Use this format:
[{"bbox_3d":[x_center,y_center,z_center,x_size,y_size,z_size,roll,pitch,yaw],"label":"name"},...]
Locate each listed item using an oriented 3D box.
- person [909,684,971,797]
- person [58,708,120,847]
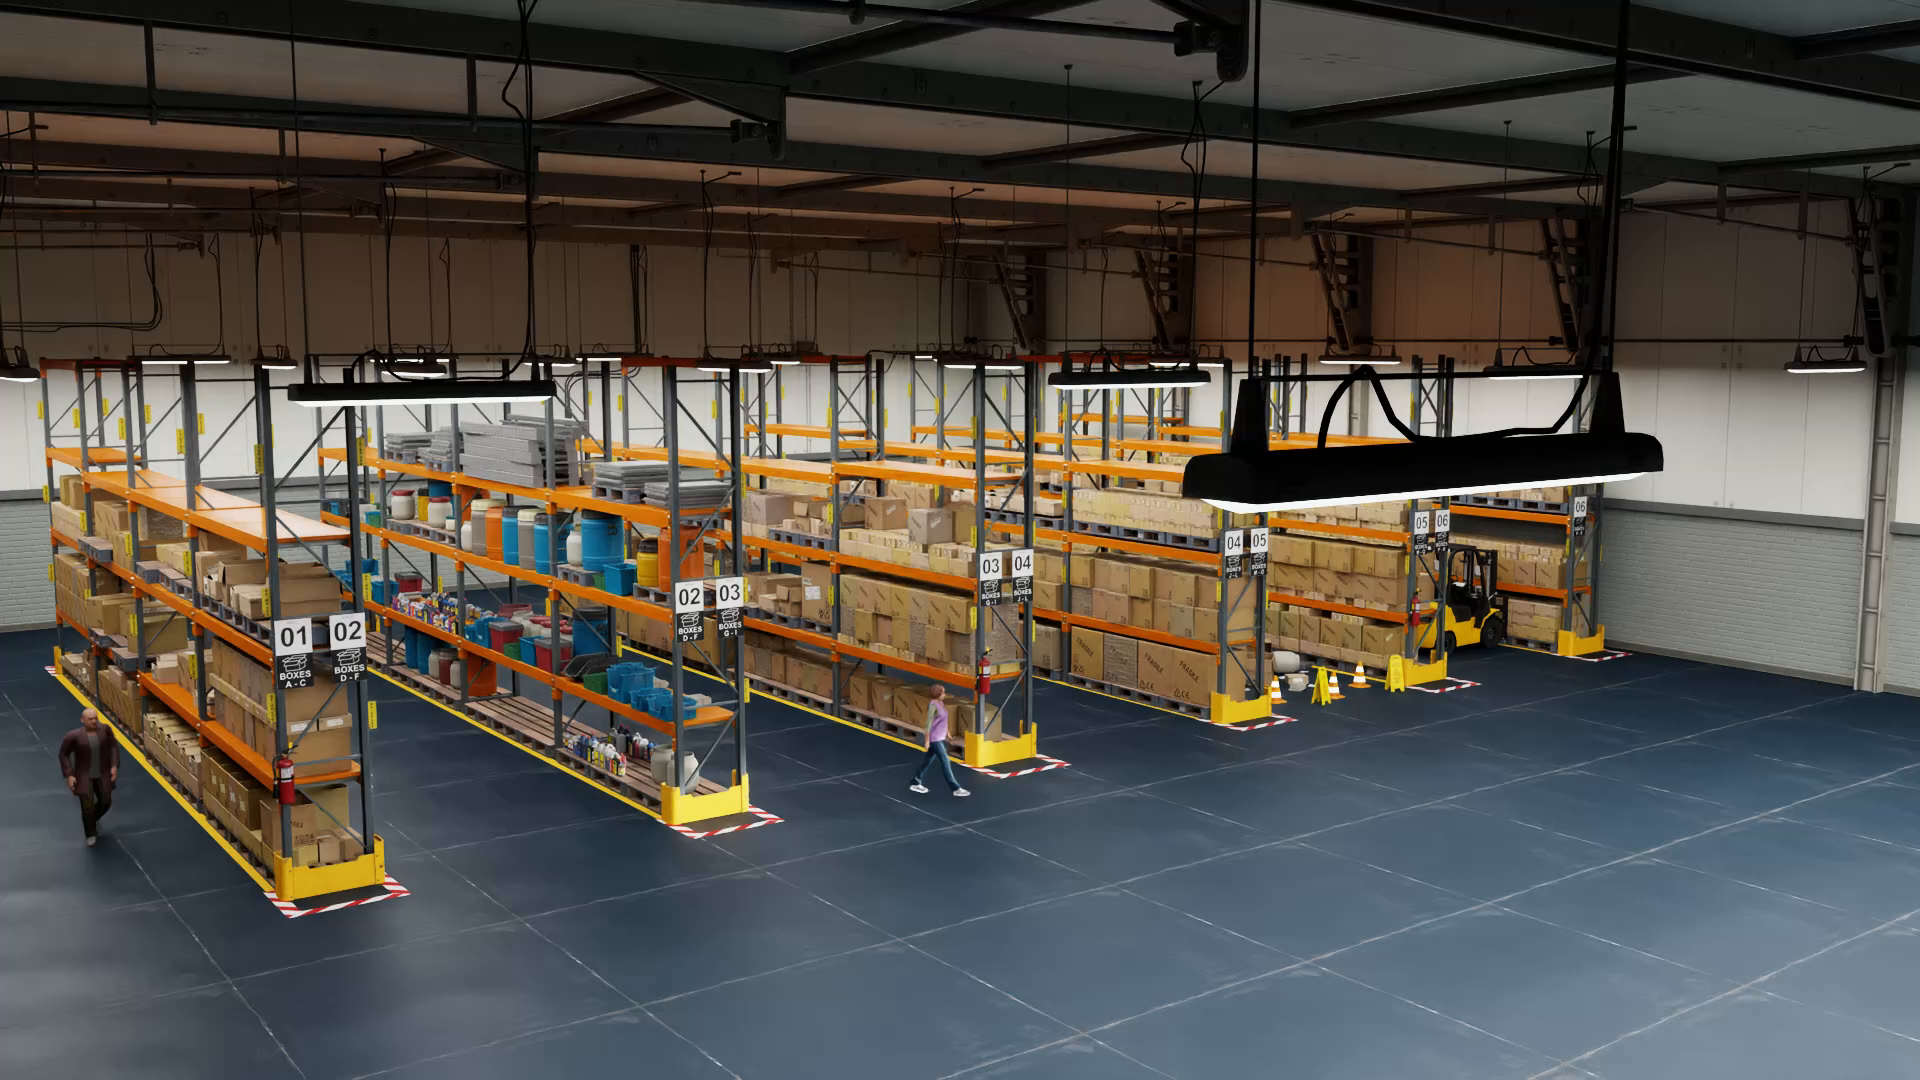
[{"bbox_3d":[-0.275,2.771,23.114,0.914,1.554,0.466,1,7,9],"label":"person"},{"bbox_3d":[-11.025,2.967,21.038,0.683,1.733,0.651,-6,9,-40],"label":"person"}]
